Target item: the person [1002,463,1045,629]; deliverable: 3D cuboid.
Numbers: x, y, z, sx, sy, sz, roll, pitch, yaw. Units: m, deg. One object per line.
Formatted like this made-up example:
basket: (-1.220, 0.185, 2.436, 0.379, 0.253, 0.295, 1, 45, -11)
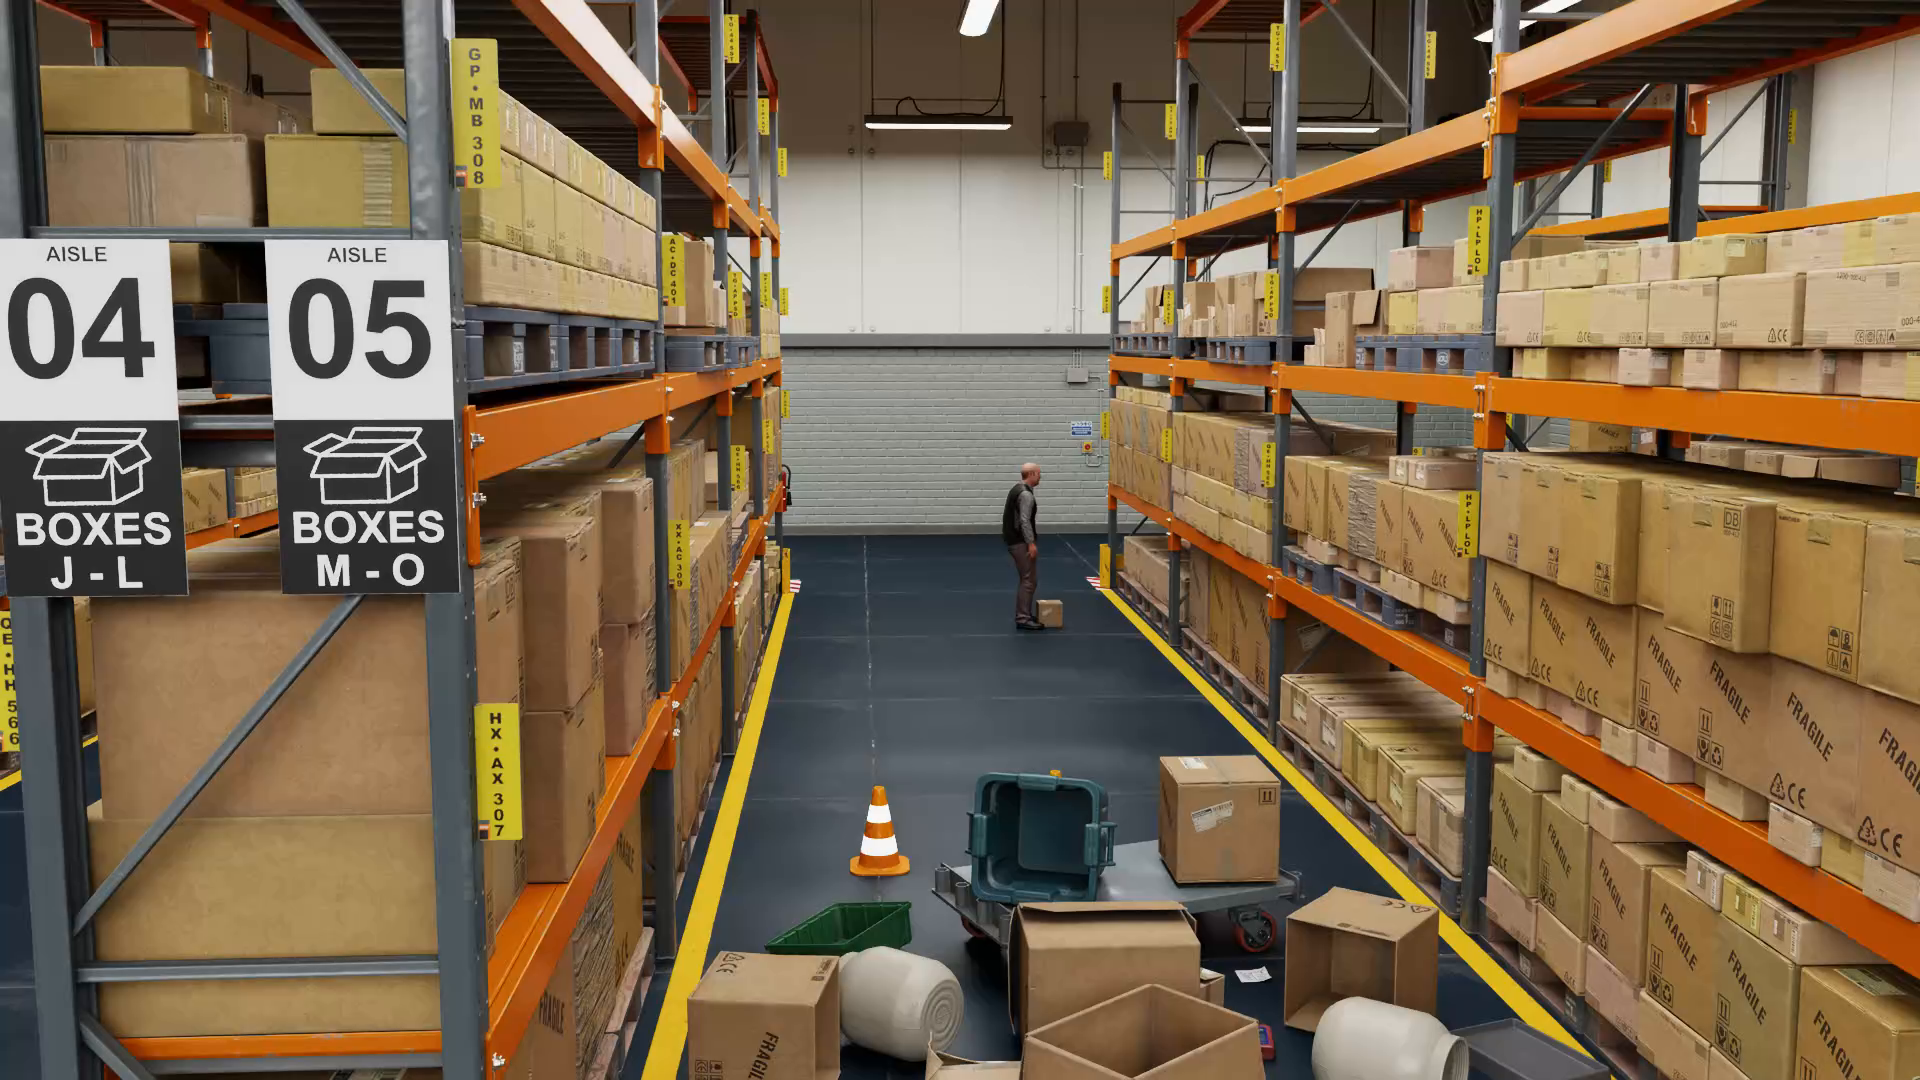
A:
person: (0.684, 0.098, 17.451, 0.474, 1.619, 0.593, -1, 7, -7)
